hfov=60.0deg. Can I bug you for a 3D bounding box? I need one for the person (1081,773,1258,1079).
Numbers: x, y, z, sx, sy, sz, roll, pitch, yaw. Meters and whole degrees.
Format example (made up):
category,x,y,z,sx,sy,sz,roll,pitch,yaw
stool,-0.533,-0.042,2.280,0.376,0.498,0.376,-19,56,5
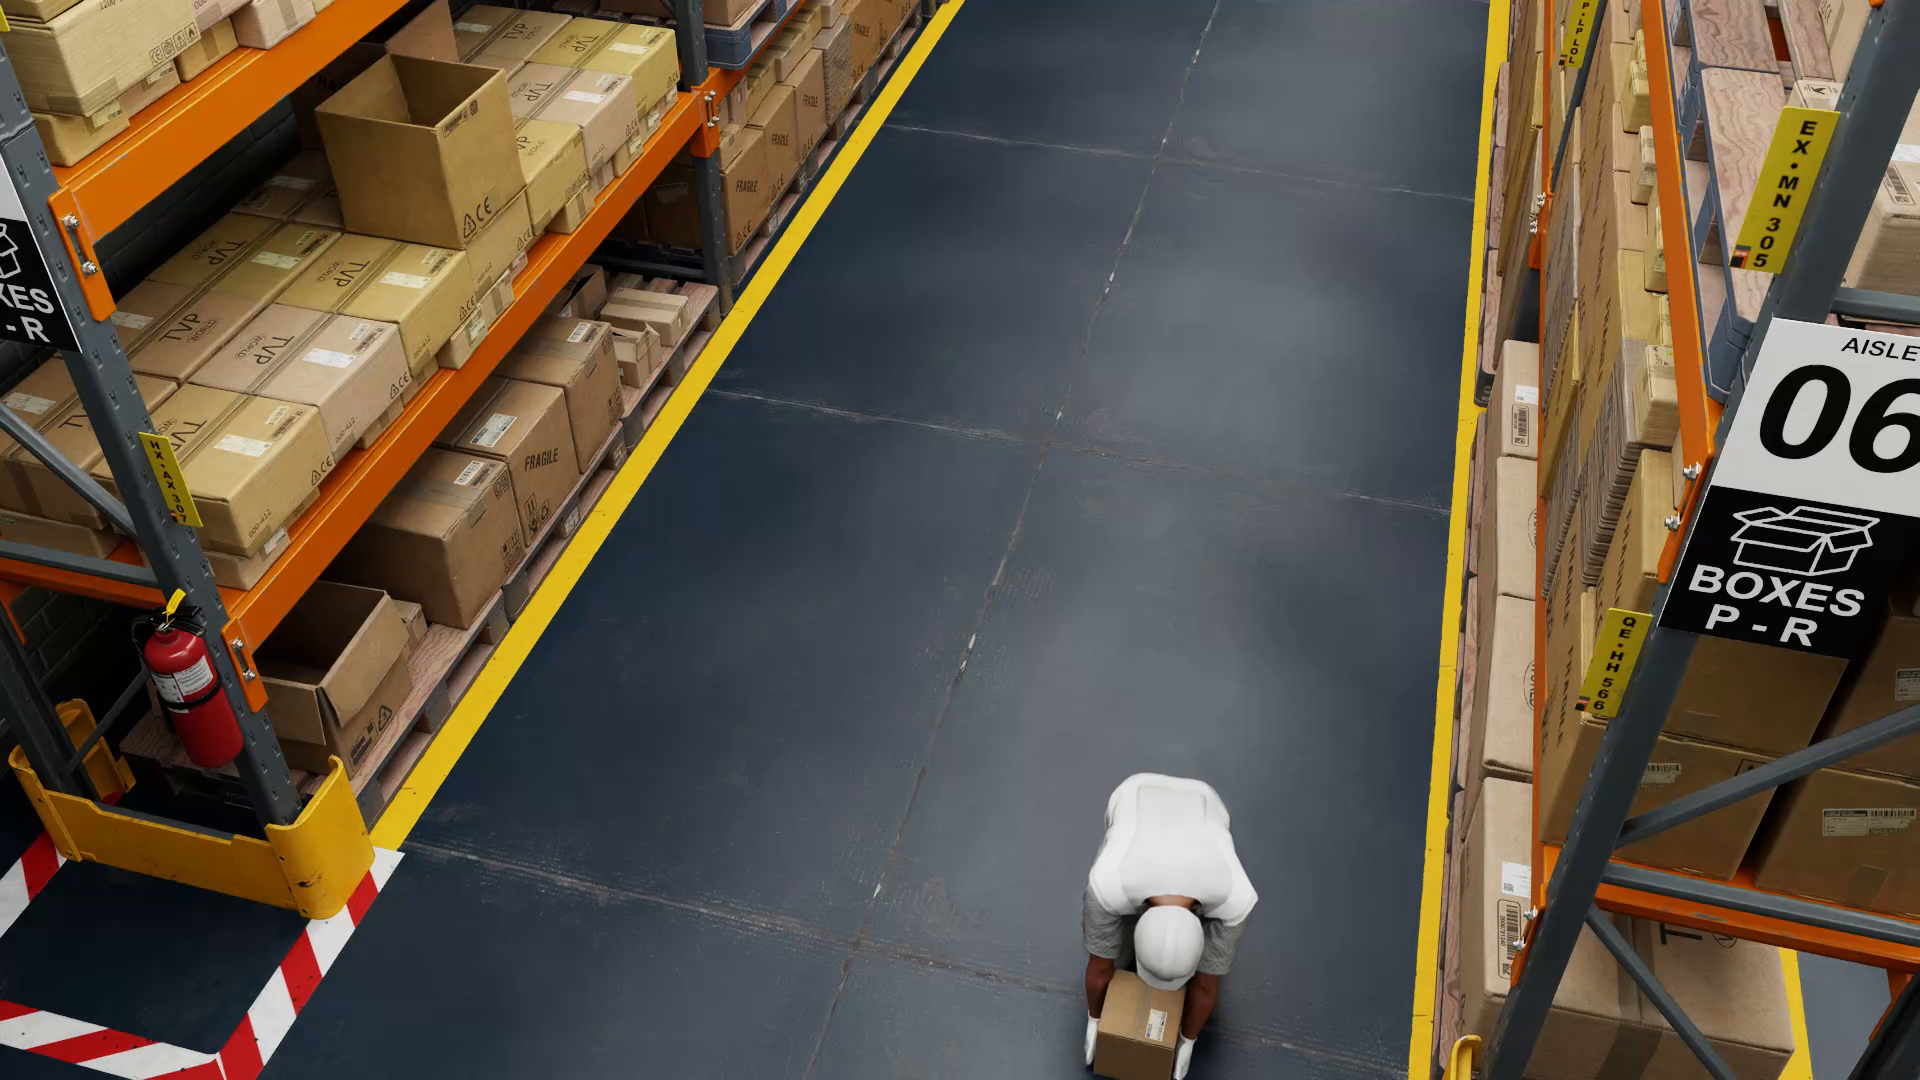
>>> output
category,x,y,z,sx,sy,sz,roll,pitch,yaw
person,0.685,1.240,5.531,0.561,0.874,0.947,8,41,9
